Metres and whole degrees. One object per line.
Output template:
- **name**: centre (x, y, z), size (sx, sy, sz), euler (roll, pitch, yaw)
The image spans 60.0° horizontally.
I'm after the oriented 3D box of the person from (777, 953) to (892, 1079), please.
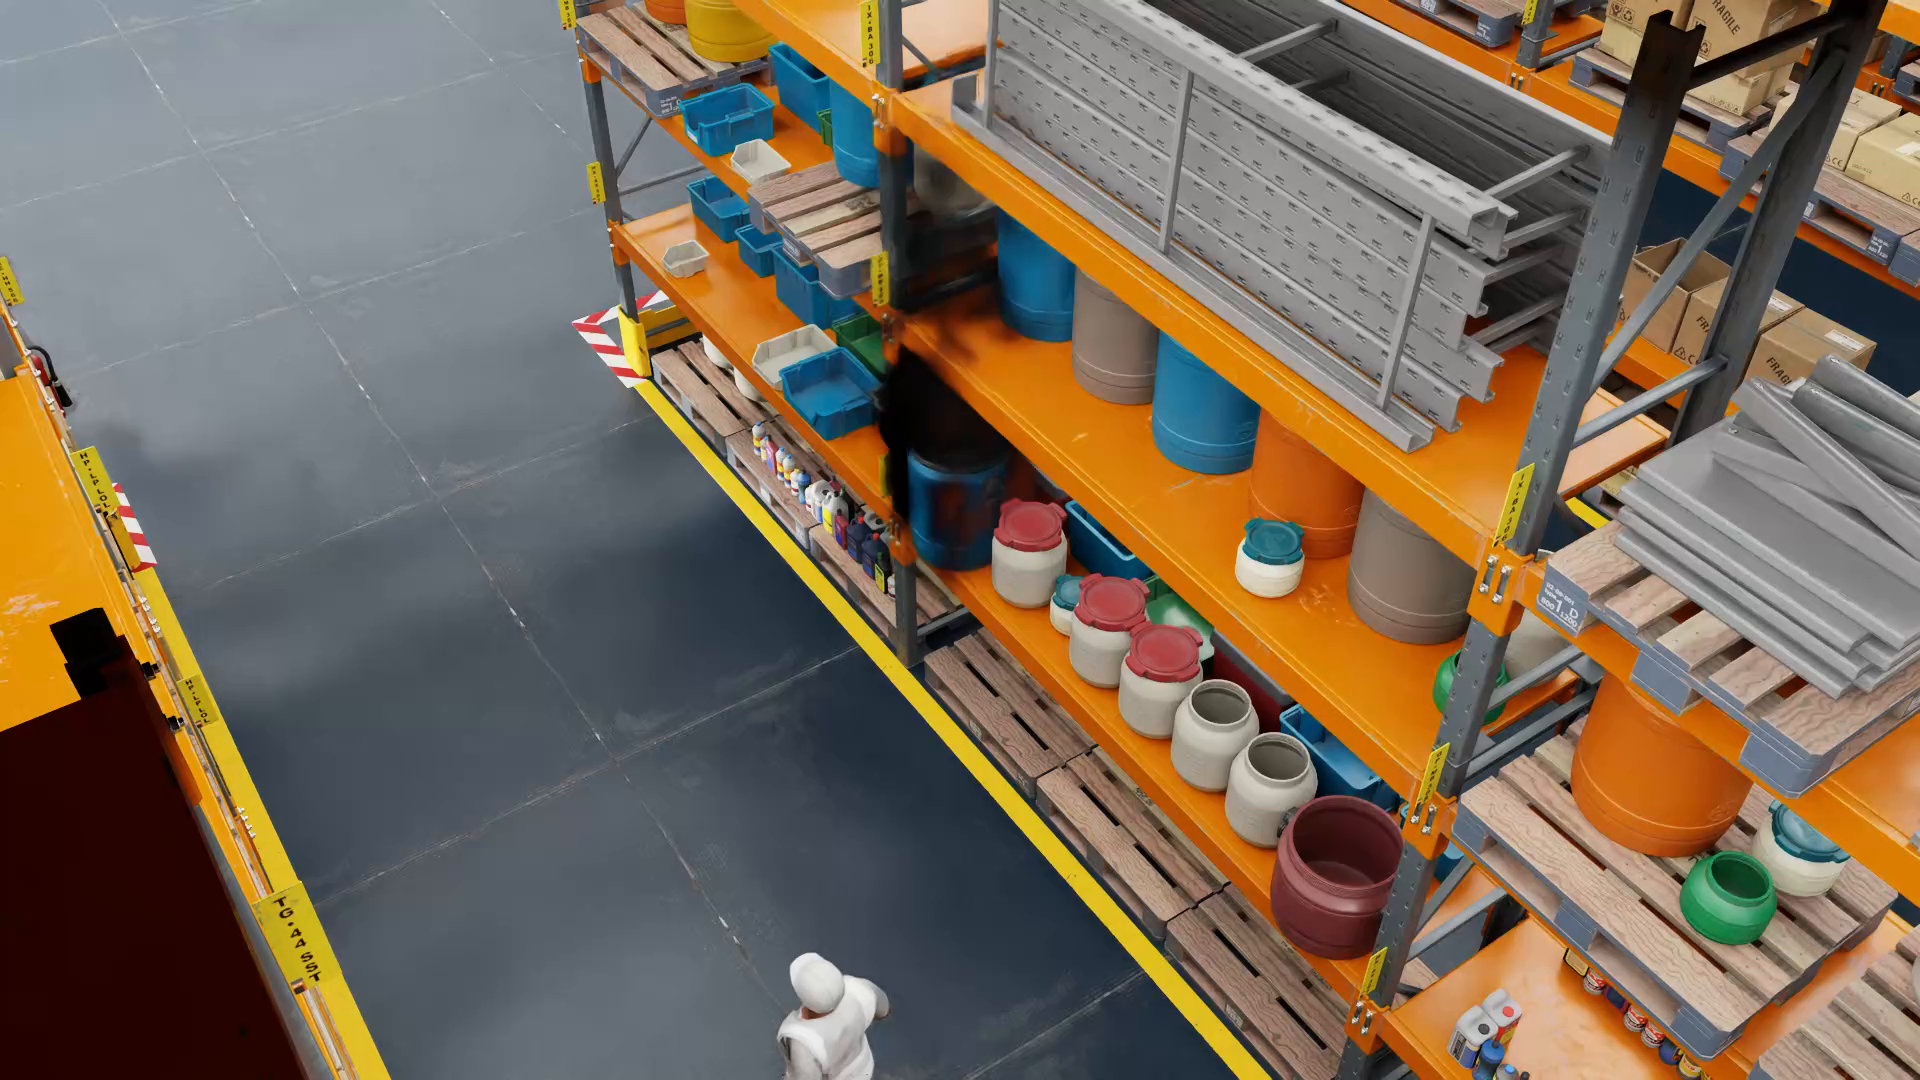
- **person**: centre (-0.588, 2.504, 7.737), size (0.679, 1.774, 0.951), euler (-34, 52, -31)
